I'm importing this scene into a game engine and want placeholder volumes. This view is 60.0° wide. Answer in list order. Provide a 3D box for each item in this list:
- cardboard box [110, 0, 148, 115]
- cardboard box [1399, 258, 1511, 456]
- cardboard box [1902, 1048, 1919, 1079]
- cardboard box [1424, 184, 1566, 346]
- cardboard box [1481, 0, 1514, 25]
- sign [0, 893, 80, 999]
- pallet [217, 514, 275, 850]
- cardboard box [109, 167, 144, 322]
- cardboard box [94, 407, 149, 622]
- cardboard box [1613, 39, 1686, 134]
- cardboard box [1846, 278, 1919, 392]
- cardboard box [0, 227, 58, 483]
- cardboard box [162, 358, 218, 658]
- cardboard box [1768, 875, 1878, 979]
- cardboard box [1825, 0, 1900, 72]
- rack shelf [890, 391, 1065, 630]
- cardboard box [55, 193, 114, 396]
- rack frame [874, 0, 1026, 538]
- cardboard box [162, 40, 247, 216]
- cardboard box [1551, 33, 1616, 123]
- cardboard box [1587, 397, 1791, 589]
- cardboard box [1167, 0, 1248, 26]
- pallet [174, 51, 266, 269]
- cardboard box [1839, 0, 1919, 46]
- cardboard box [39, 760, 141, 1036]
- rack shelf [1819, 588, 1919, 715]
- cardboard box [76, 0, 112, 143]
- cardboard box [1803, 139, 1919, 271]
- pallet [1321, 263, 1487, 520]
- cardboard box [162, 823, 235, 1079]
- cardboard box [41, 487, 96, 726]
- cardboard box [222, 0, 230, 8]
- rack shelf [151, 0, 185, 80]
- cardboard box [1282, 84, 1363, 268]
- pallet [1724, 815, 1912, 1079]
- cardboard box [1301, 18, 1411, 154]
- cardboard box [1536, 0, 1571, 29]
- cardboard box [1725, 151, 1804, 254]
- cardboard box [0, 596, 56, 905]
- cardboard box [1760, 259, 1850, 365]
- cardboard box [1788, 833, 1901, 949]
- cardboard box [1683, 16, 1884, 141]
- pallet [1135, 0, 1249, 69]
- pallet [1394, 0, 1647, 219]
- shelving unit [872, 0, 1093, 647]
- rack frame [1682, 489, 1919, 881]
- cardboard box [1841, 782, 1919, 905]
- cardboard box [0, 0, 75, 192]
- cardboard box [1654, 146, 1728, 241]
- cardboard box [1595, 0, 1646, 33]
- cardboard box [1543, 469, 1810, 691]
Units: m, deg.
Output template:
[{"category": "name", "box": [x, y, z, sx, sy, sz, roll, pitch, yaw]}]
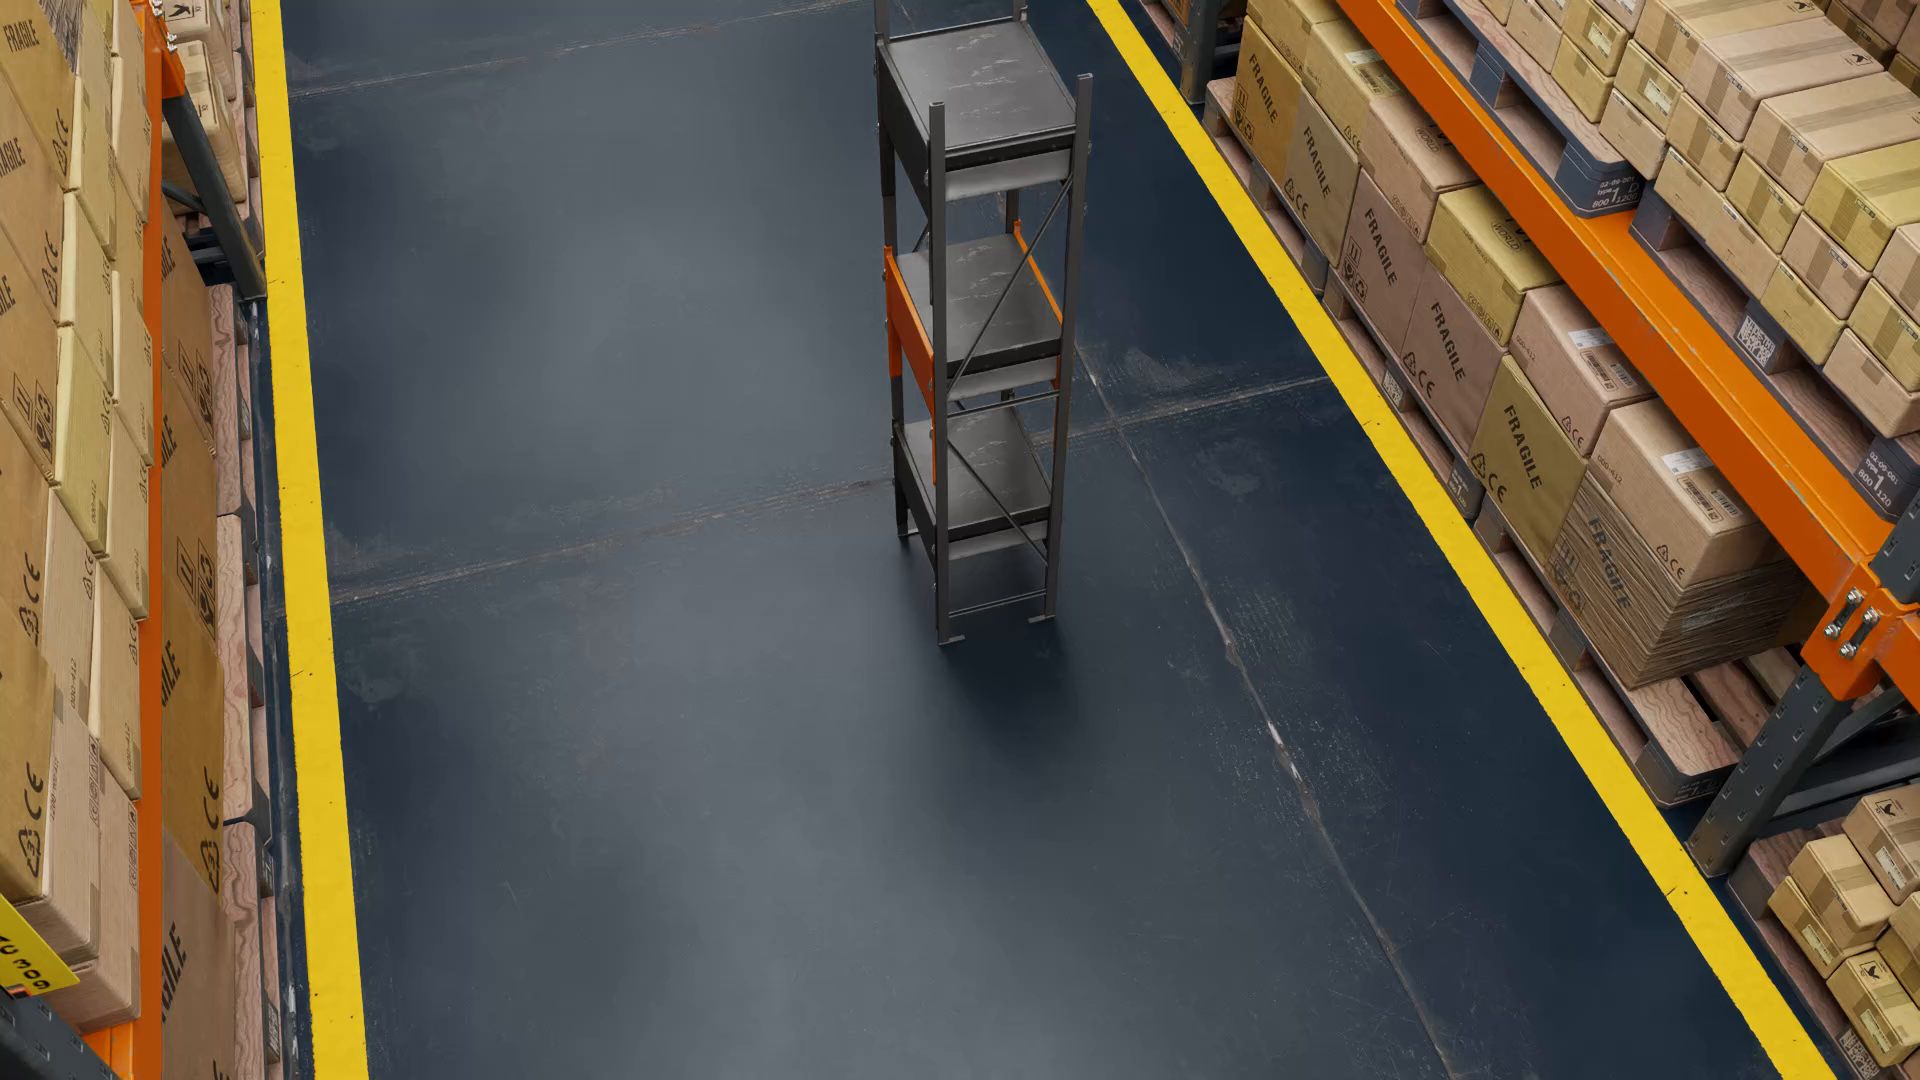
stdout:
[{"category": "cardboard box", "box": [-2.825, -1.490, 5.143, 0.500, 0.250, 0.500, -15, 51, -12]}, {"category": "cardboard box", "box": [1.901, -0.685, 5.726, 0.500, 0.500, 0.500, -14, 51, -12]}, {"category": "cardboard box", "box": [2.662, 1.365, 4.227, 0.380, 0.149, 0.250, -14, 51, -11]}, {"category": "cardboard box", "box": [1.888, -0.941, 5.451, 0.500, 0.250, 0.500, -15, 52, -13]}, {"category": "cardboard box", "box": [1.810, -1.757, 5.159, 0.380, 0.149, 0.250, -13, 51, -10]}, {"category": "sign", "box": [-1.510, 0.641, 2.630, 0.100, 0.325, 0.005, -13, 51, -11]}, {"category": "pallet", "box": [-2.704, 0.532, 5.164, 1.003, 0.211, 1.213, -13, 51, -11]}, {"category": "cardboard box", "box": [-2.525, -0.750, 4.518, 0.500, 0.250, 0.500, -14, 51, -11]}, {"category": "cardboard box", "box": [-2.208, -0.016, 3.900, 0.500, 0.250, 0.500, -14, 51, -11]}, {"category": "cardboard box", "box": [2.043, -1.280, 4.563, 0.380, 0.149, 0.250, -16, 52, -13]}, {"category": "cardboard box", "box": [2.353, -0.517, 3.919, 0.380, 0.149, 0.250, -12, 51, -10]}, {"category": "cardboard box", "box": [-2.218, -0.401, 3.407, 0.500, 0.500, 0.500, -14, 51, -12]}, {"category": "cardboard box", "box": [-2.838, -0.124, 5.008, 0.875, 0.875, 0.875, -13, 51, -11]}, {"category": "cardboard box", "box": [2.460, 1.001, 4.534, 0.380, 0.149, 0.250, -15, 52, -13]}, {"category": "cardboard box", "box": [2.668, -1.427, 4.686, 0.380, 0.149, 0.250, -11, 51, -10]}, {"category": "rack shelf", "box": [0.049, -0.096, 5.391, 0.431, 0.518, 0.480, -13, 51, -11]}, {"category": "cardboard box", "box": [-2.356, -0.544, 4.018, 0.500, 0.250, 0.500, -15, 51, -12]}, {"category": "rack frame", "box": [-0.023, -0.734, 4.996, 0.400, 2.100, 0.015, -13, 51, -11]}, {"category": "cardboard box", "box": [-3.380, -1.553, 6.541, 0.950, 0.372, 0.625, -16, 52, -13]}, {"category": "cardboard box", "box": [1.965, -1.371, 4.834, 0.380, 0.149, 0.250, -11, 51, -9]}, {"category": "cardboard box", "box": [2.198, -0.179, 4.809, 0.500, 0.250, 0.500, -15, 51, -12]}, {"category": "cardboard box", "box": [1.382, -2.918, 7.445, 1.050, 0.750, 0.750, -14, 51, -11]}, {"category": "pallet", "box": [-3.452, -1.522, 6.895, 1.003, 0.211, 1.213, -13, 51, -11]}, {"category": "cardboard box", "box": [2.673, -1.519, 4.569, 0.380, 0.149, 0.250, -14, 51, -11]}, {"category": "cardboard box", "box": [-1.917, 0.739, 3.263, 0.500, 0.250, 0.500, -14, 51, -12]}, {"category": "rack shelf", "box": [3.251, 1.572, 2.934, 1.077, 0.370, 4.000, -13, 51, -11]}, {"category": "cardboard box", "box": [-2.681, -1.292, 4.649, 0.500, 0.250, 0.500, -14, 51, -12]}, {"category": "cardboard box", "box": [2.274, -0.812, 3.973, 0.380, 0.149, 0.250, -15, 51, -12]}, {"category": "pallet", "box": [2.063, -0.683, 6.188, 1.003, 0.211, 1.213, -13, 51, -11]}, {"category": "cardboard box", "box": [-2.299, 1.187, 3.903, 0.875, 0.875, 0.875, -12, 51, -10]}, {"category": "cardboard box", "box": [-2.081, 0.200, 3.391, 0.500, 0.250, 0.500, -13, 51, -10]}, {"category": "cardboard box", "box": [-3.825, -2.645, 7.462, 0.950, 0.372, 0.625, -12, 51, -10]}, {"category": "rack shelf", "box": [-3.814, -3.078, 6.854, 1.077, 0.370, 4.000, -13, 51, -11]}, {"category": "cardboard box", "box": [1.594, -1.431, 6.355, 0.500, 0.500, 0.500, -13, 51, -11]}, {"category": "pallet", "box": [2.892, 1.260, 4.549, 1.003, 0.211, 1.213, -13, 51, -11]}, {"category": "cardboard box", "box": [1.599, -1.685, 6.079, 0.500, 0.250, 0.500, -14, 51, -11]}, {"category": "cardboard box", "box": [1.893, -1.658, 4.881, 0.380, 0.149, 0.250, -12, 51, -10]}, {"category": "cardboard box", "box": [2.203, -0.891, 4.235, 0.380, 0.149, 0.250, -11, 51, -9]}, {"category": "cardboard box", "box": [-1.895, 0.331, 2.790, 0.500, 0.500, 0.500, -13, 51, -11]}, {"category": "cardboard box", "box": [2.275, -0.610, 4.192, 0.380, 0.149, 0.250, -13, 51, -11]}, {"category": "cardboard box", "box": [2.461, 0.904, 4.422, 0.380, 0.149, 0.250, -11, 51, -9]}, {"category": "cardboard box", "box": [2.122, -1.193, 4.294, 0.380, 0.149, 0.250, -13, 51, -11]}, {"category": "pallet", "box": [1.315, -2.737, 7.919, 1.003, 0.211, 1.213, -13, 51, -11]}, {"category": "pallet", "box": [2.101, -1.544, 5.215, 1.003, 0.211, 1.213, -13, 51, -11]}, {"category": "shelving unit", "box": [0.049, -0.556, 4.845, 0.431, 2.100, 0.503, -13, 51, -11]}, {"category": "rack frame", "box": [2.659, -0.121, 3.890, 1.000, 3.000, 0.127, -13, 51, -11]}, {"category": "cardboard box", "box": [2.563, 0.769, 4.340, 0.380, 0.149, 0.250, -11, 51, -9]}, {"category": "cardboard box", "box": [-2.519, -1.148, 4.037, 0.500, 0.500, 0.500, -13, 51, -11]}, {"category": "cardboard box", "box": [2.130, -0.976, 4.500, 0.380, 0.149, 0.250, -16, 52, -13]}, {"category": "cardboard box", "box": [1.970, -1.568, 4.611, 0.380, 0.149, 0.250, -15, 52, -13]}, {"category": "cardboard box", "box": [2.200, 0.066, 5.093, 0.500, 0.500, 0.500, -14, 51, -12]}]
